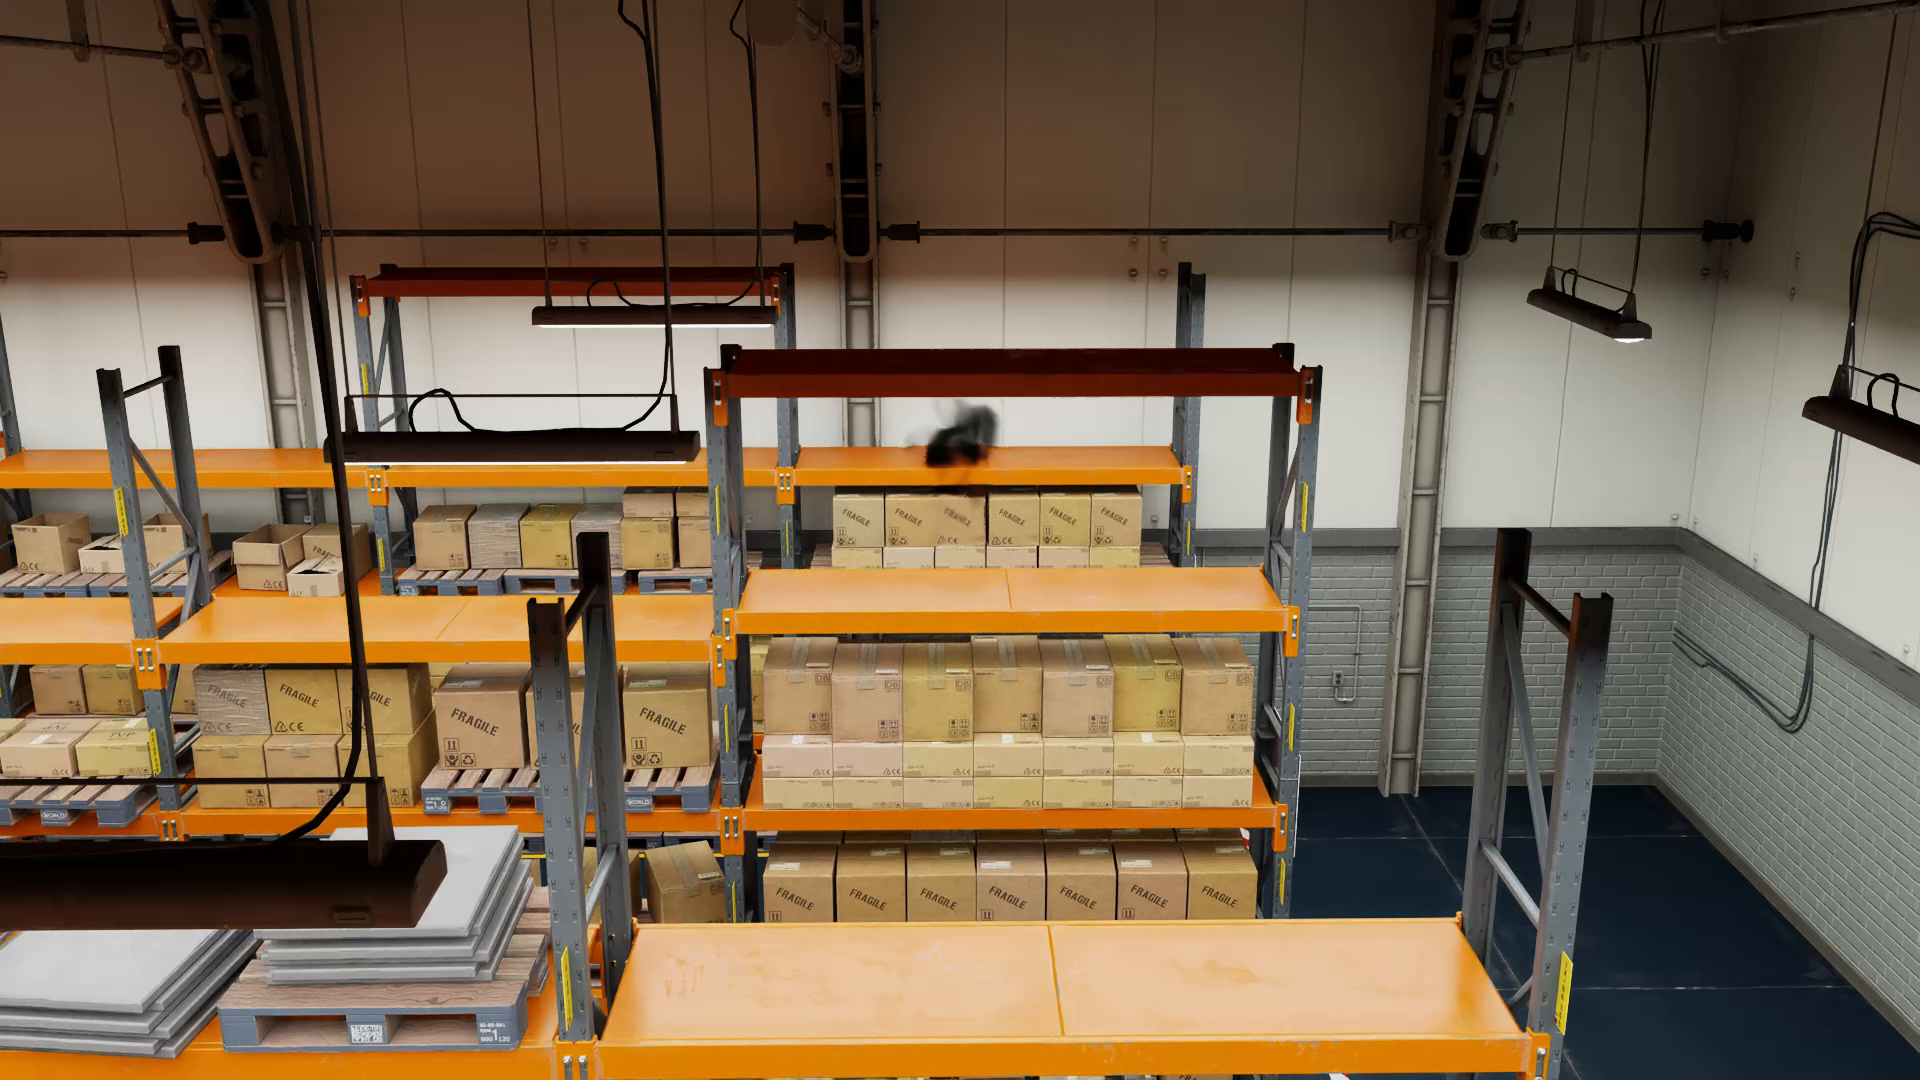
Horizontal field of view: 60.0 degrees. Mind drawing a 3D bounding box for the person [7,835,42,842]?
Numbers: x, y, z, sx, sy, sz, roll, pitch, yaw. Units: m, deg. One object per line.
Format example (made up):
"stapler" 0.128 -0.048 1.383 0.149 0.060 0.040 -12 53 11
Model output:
"person" -8.102 3.193 14.524 0.951 1.673 0.565 -2 16 -8
